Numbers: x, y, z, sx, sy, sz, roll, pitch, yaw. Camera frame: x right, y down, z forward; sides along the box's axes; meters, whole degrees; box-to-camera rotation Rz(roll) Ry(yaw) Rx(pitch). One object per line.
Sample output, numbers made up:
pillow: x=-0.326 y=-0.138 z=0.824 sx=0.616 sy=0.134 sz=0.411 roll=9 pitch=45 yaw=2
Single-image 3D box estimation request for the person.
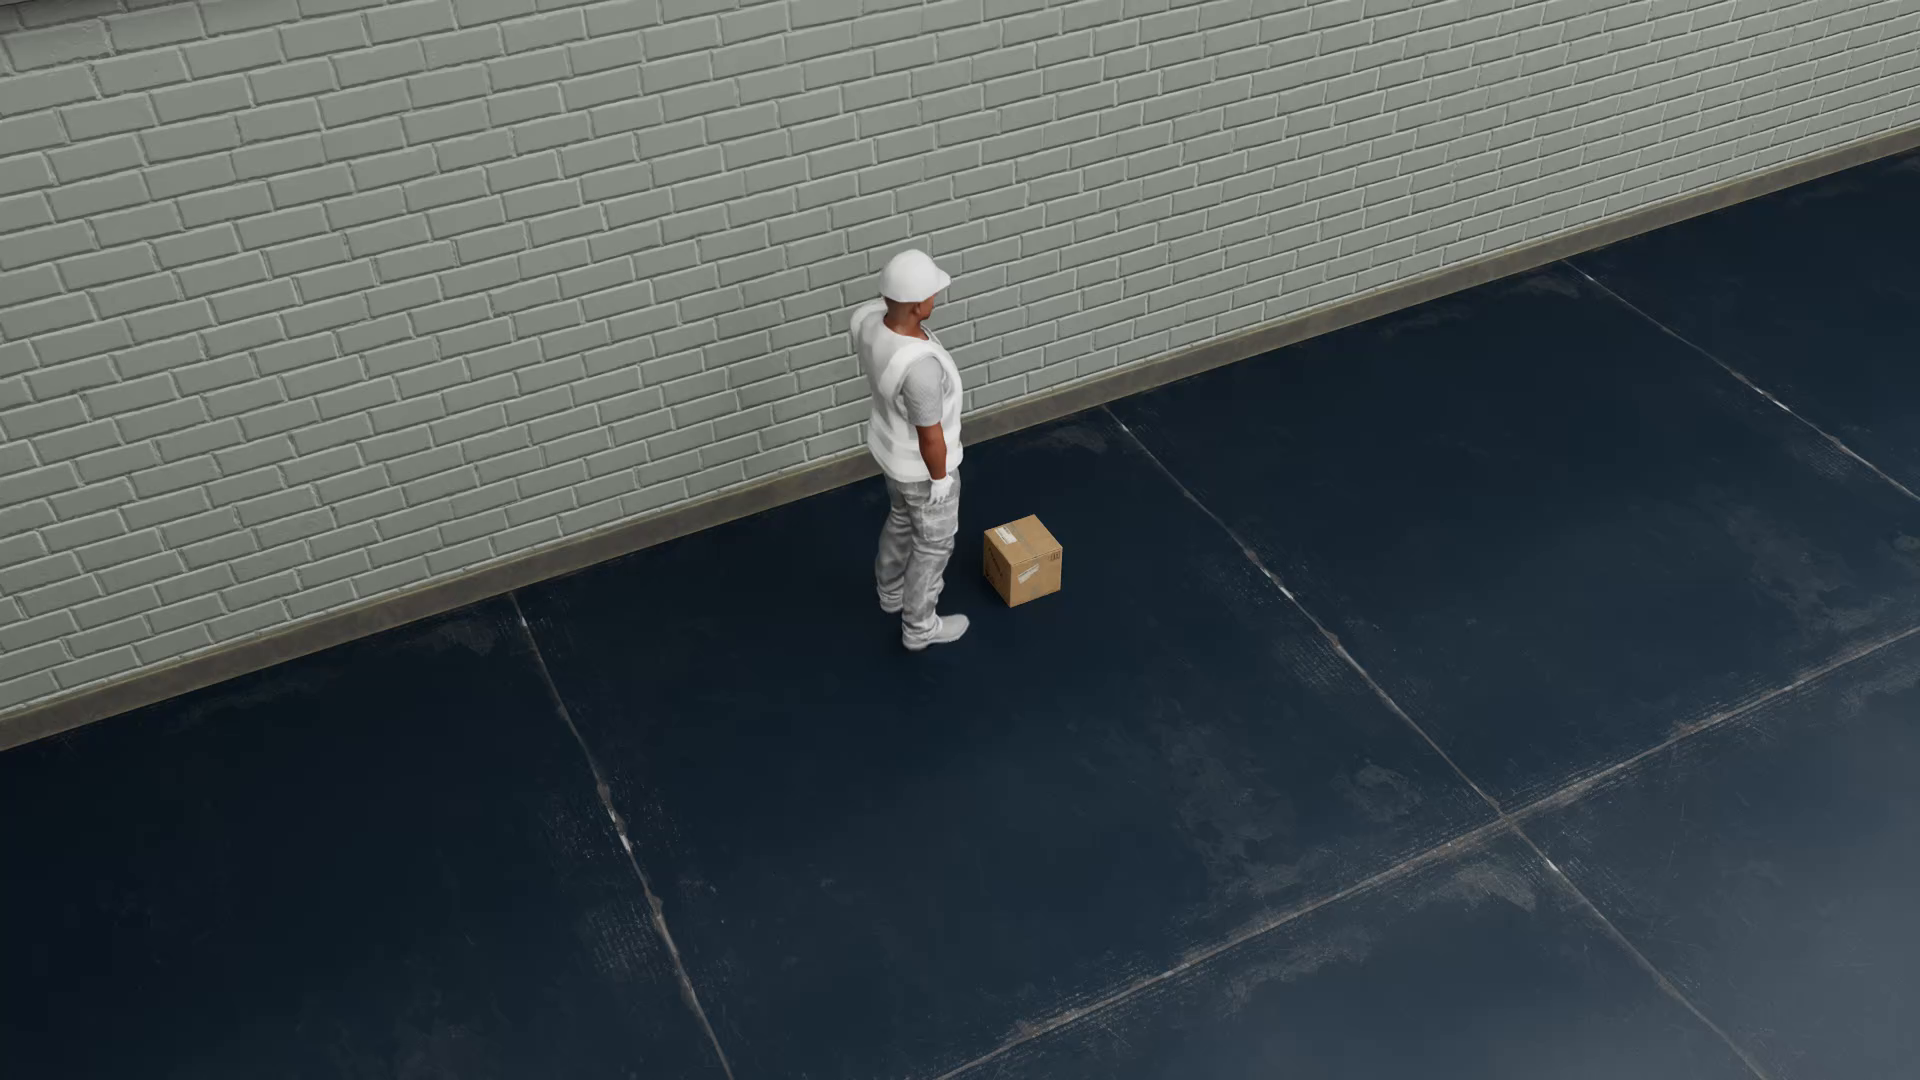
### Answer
person: x=-0.184 y=-0.350 z=6.555 sx=0.357 sy=1.783 sz=0.547 roll=-18 pitch=44 yaw=-20
